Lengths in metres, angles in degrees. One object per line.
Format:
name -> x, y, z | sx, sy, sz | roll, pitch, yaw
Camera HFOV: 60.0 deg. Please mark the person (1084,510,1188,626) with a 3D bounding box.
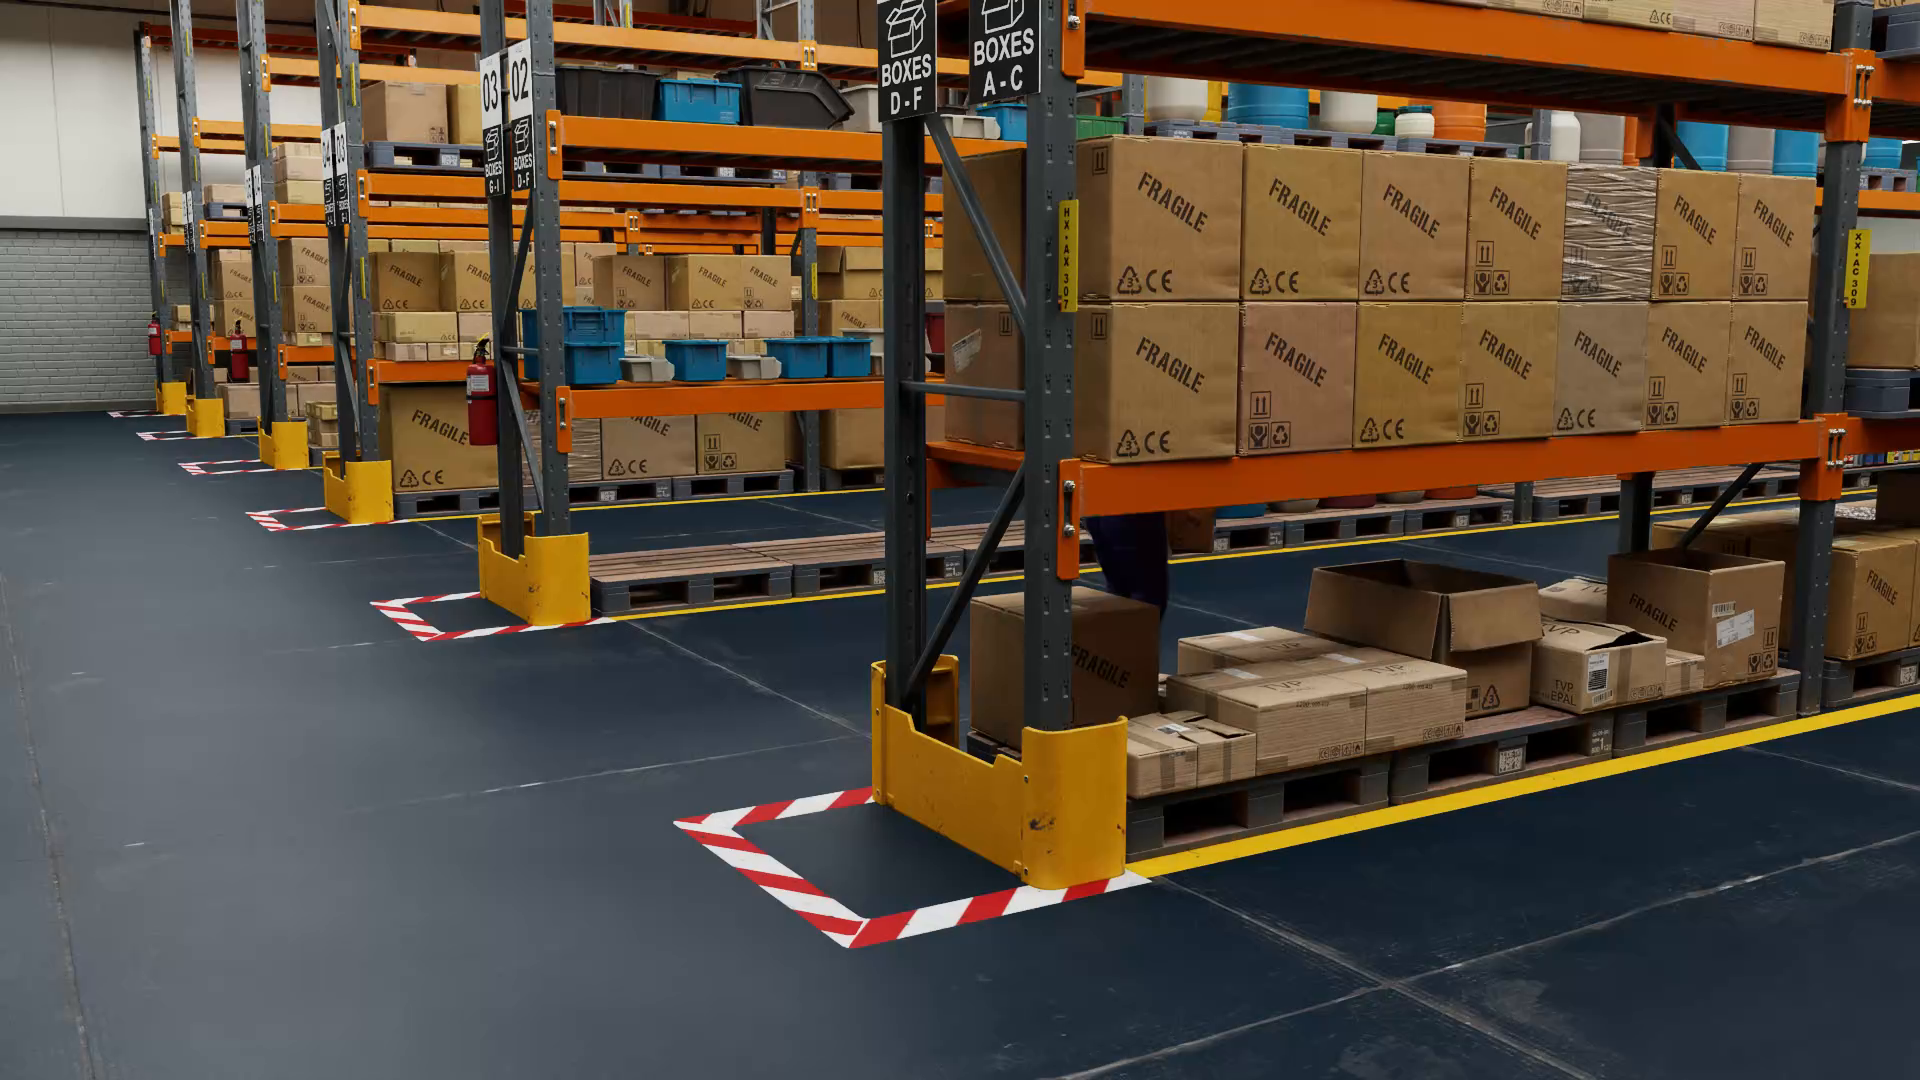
person -> 0.810, -0.115, 7.681 | 0.424, 1.642, 0.506 | -3, 9, -20
